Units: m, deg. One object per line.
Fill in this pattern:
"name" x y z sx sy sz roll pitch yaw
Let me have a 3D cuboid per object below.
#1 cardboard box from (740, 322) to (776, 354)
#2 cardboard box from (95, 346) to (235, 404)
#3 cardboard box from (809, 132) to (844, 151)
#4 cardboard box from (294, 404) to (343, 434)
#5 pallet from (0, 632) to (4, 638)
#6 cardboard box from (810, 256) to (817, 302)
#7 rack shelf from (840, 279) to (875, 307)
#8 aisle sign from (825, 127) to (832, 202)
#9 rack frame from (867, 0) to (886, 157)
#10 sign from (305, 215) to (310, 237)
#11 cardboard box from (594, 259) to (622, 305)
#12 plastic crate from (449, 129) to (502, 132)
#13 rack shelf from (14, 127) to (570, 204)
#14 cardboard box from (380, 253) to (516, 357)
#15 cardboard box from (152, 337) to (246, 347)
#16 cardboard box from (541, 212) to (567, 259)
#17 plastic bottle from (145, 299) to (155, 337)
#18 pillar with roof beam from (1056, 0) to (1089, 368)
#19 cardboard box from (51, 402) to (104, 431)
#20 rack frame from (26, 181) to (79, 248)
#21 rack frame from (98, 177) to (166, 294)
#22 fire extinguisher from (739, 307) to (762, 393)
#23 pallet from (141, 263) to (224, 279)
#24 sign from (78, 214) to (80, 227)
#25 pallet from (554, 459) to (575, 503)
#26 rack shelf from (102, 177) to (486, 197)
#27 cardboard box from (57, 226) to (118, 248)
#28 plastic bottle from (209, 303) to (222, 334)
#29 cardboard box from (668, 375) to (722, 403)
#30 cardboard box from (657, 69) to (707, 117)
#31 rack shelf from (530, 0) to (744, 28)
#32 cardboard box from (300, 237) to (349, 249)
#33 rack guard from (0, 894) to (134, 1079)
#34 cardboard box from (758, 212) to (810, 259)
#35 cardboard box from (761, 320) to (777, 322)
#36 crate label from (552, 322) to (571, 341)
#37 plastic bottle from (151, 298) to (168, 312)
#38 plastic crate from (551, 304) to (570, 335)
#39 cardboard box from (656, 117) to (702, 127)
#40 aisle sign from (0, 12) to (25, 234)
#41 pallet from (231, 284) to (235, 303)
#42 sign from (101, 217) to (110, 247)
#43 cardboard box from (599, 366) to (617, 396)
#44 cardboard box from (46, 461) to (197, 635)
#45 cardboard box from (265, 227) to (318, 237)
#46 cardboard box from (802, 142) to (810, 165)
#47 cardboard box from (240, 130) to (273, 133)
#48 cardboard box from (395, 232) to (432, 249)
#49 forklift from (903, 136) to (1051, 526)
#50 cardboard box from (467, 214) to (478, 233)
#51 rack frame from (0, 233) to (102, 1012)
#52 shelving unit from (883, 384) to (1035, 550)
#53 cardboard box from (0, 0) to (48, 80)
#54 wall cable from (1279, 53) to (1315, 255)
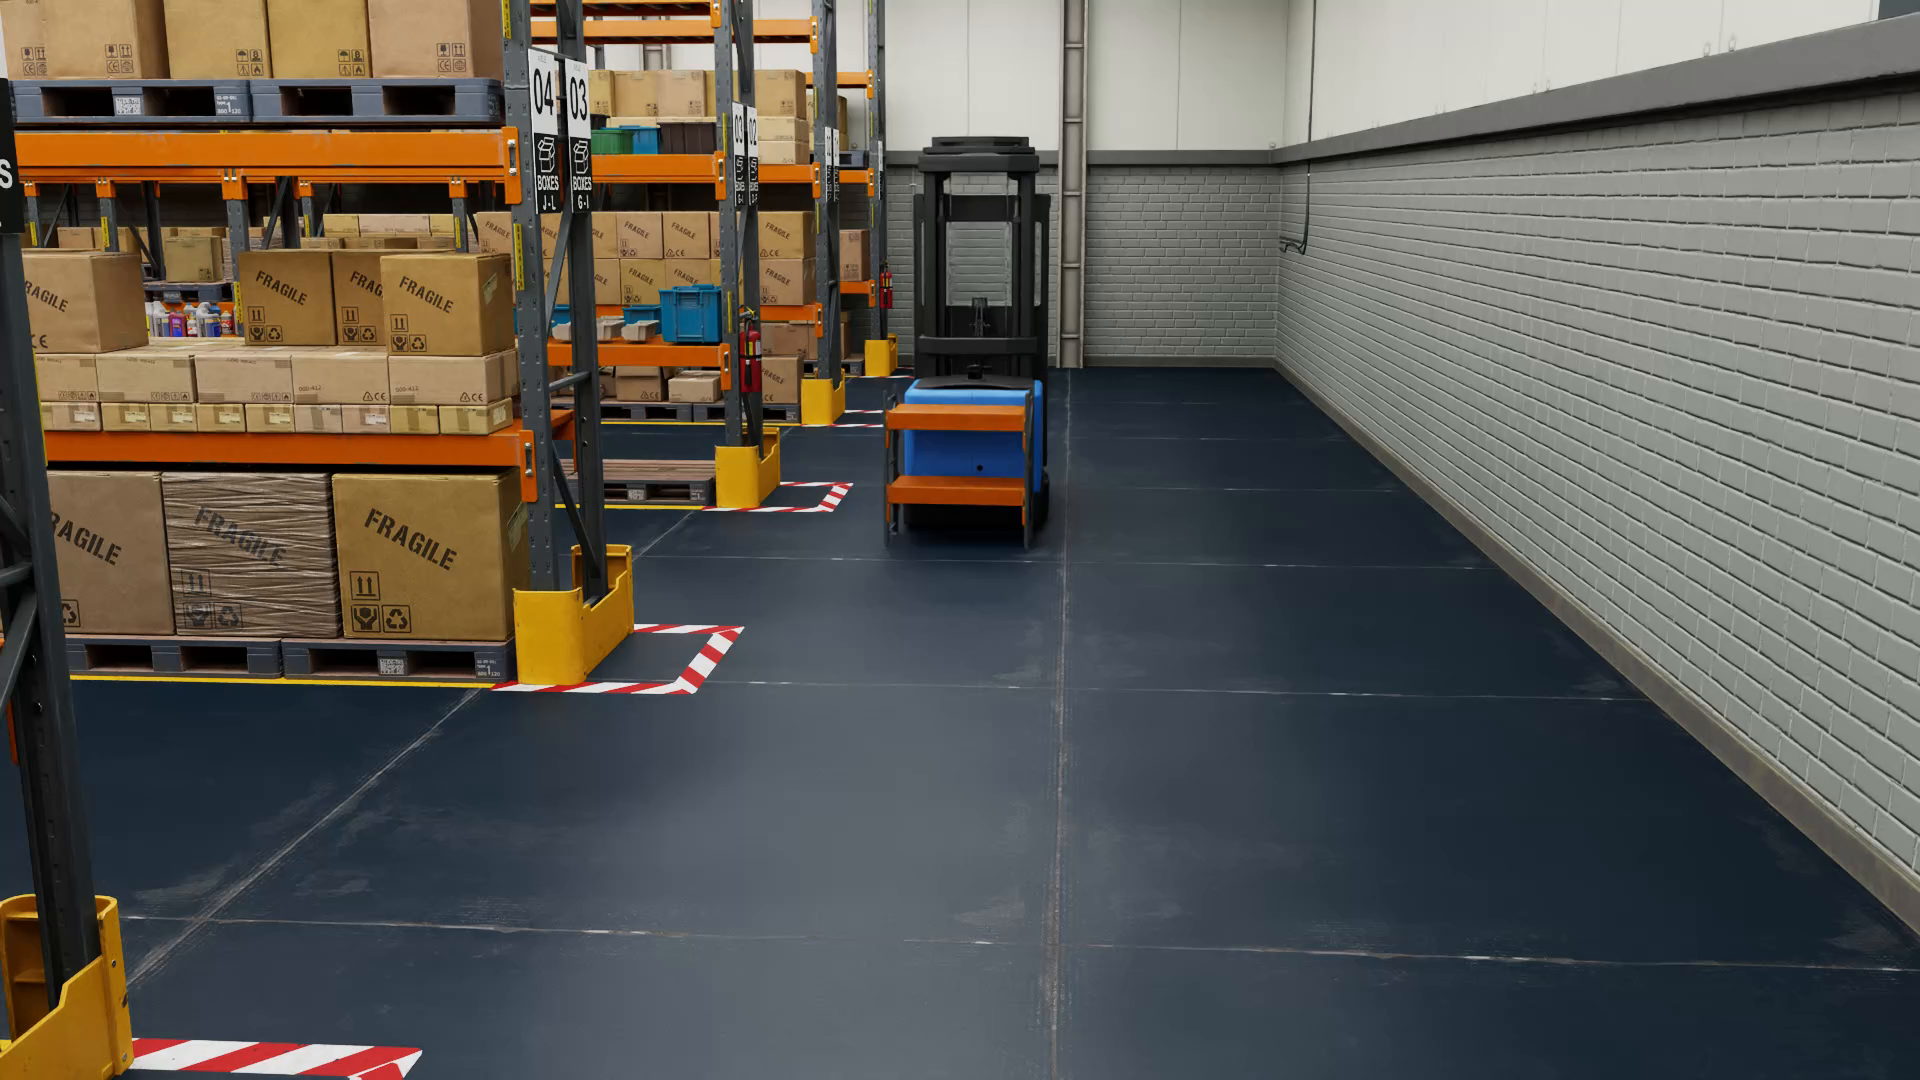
"cardboard box" -2.848 -2.852 23.657 0.500 0.500 0.700 0 12 2
"cardboard box" -4.170 -0.877 8.773 0.500 0.250 0.500 1 12 4
"cardboard box" -1.890 -5.473 22.875 0.500 0.250 0.500 1 12 5
"cardboard box" -3.272 -0.657 8.696 0.250 0.149 0.380 1 12 5
"pallet" -5.373 0.505 9.339 1.213 0.211 1.003 1 12 4
"cardboard box" -1.894 -2.964 18.869 0.500 0.500 0.500 1 12 5
"rack shelf" -3.137 -3.543 23.635 4.000 0.370 1.077 1 12 4
"aisle sign" -1.422 -4.064 18.023 0.004 0.787 0.394 1 12 4
"rack frame" -1.142 -6.804 22.817 0.127 3.000 1.000 1 12 4
"sign" -9.151 -4.394 23.313 0.005 0.325 0.100 1 12 4
"cardboard box" -3.960 -2.883 18.479 0.500 0.500 0.500 1 12 3
"plastic crate" -3.995 -3.347 13.907 0.530 0.282 0.437 1 12 4
"rack shelf" -4.130 -1.975 8.816 4.000 0.370 1.077 1 12 4
"cardboard box" -2.639 -1.224 8.602 0.500 0.500 0.500 1 12 4
"cardboard box" -4.137 -0.985 9.291 0.500 0.250 0.500 1 12 3
"cardboard box" -4.494 -3.378 18.403 0.500 0.500 0.500 0 12 2
"plastic bottle" -6.734 -1.820 13.763 0.185 0.351 0.144 1 12 4
"pillar with roof beam" 1.322 -6.064 19.281 0.400 9.000 9.100 1 12 4
"cardboard box" -4.560 -0.674 8.777 0.250 0.149 0.380 1 12 4
"rack frame" -13.115 -4.032 24.216 0.127 3.000 1.000 1 12 4
"rack frame" -9.451 -2.965 19.116 0.127 3.000 1.000 1 12 4
"fire extinguisher" -1.684 -1.528 13.348 0.183 0.674 0.296 1 12 4
"pallet" -11.102 -3.902 24.063 1.213 0.211 1.003 1 12 4
"sign" -13.082 -4.712 24.640 0.005 0.325 0.100 1 12 4
"pallet" -3.838 -0.515 14.215 1.213 0.211 1.003 1 12 4
"rack shelf" -7.456 -4.054 18.752 4.000 0.370 1.077 1 12 4
"cardboard box" -12.610 -4.282 24.094 0.500 0.500 0.700 1 12 4
"plastic bottle" -6.479 -1.929 14.476 0.097 0.271 0.097 0 12 0
"cardboard box" -2.974 -1.701 18.716 0.500 0.250 0.500 1 12 4
"cardboard box" -2.982 -4.875 18.234 0.500 0.500 0.700 1 12 4
"rack shelf" -3.800 -4.260 13.387 4.000 0.370 1.077 1 12 4
"cardboard box" -7.227 -3.176 18.856 0.500 0.500 0.700 -2 12 -11
"rack guard" -2.643 1.403 4.342 0.348 0.500 1.175 1 12 4
"cardboard box" -1.932 -3.344 18.241 0.500 0.500 0.500 1 12 3
"cardboard box" -2.718 -3.209 23.778 0.250 0.149 0.380 1 12 5
"crate label" -3.197 -1.724 13.680 0.243 0.136 0.396 1 12 4
"plastic bottle" -6.724 -1.849 13.904 0.185 0.351 0.144 1 12 4
"plastic crate" -3.342 -1.880 14.190 0.300 0.233 0.416 1 12 4
"cardboard box" -2.996 -4.464 18.103 0.500 0.250 0.500 1 12 4
"aisle sign" -2.474 -1.153 4.103 0.004 0.787 0.394 1 12 4
"pallet" -7.511 -2.845 19.013 1.213 0.211 1.003 1 12 4
"sign" -9.485 -3.418 18.455 0.005 0.325 0.100 1 12 4
"cardboard box" -4.125 -1.849 19.275 0.500 0.311 0.500 1 12 4
"cardboard box" -4.575 -0.014 9.174 0.875 0.875 0.875 1 12 4
"cardboard box" -9.594 -4.246 23.920 0.500 0.500 0.700 -1 12 -3
"cardboard box" -1.965 -4.309 18.583 0.500 0.250 0.500 1 12 4
"cardboard box" -7.986 -4.469 18.736 0.500 0.500 0.910 1 12 4
"cardboard box" -7.640 -4.106 23.553 0.500 0.500 0.500 1 12 4
"forklift" 0.187 -1.792 13.677 1.130 2.935 3.031 1 12 4
"cardboard box" -6.635 -4.464 23.430 0.500 0.250 0.500 1 12 5
"rack frame" -2.567 0.180 4.081 0.127 3.000 1.000 1 12 4
"shelving unit" -0.002 -0.544 12.123 1.048 1.125 0.538 1 12 6
"cardboard box" -4.805 -2.651 8.777 0.500 0.500 0.700 1 12 7
"wall cable" 4.477 -5.134 22.416 0.112 2.526 3.097 1 12 4
